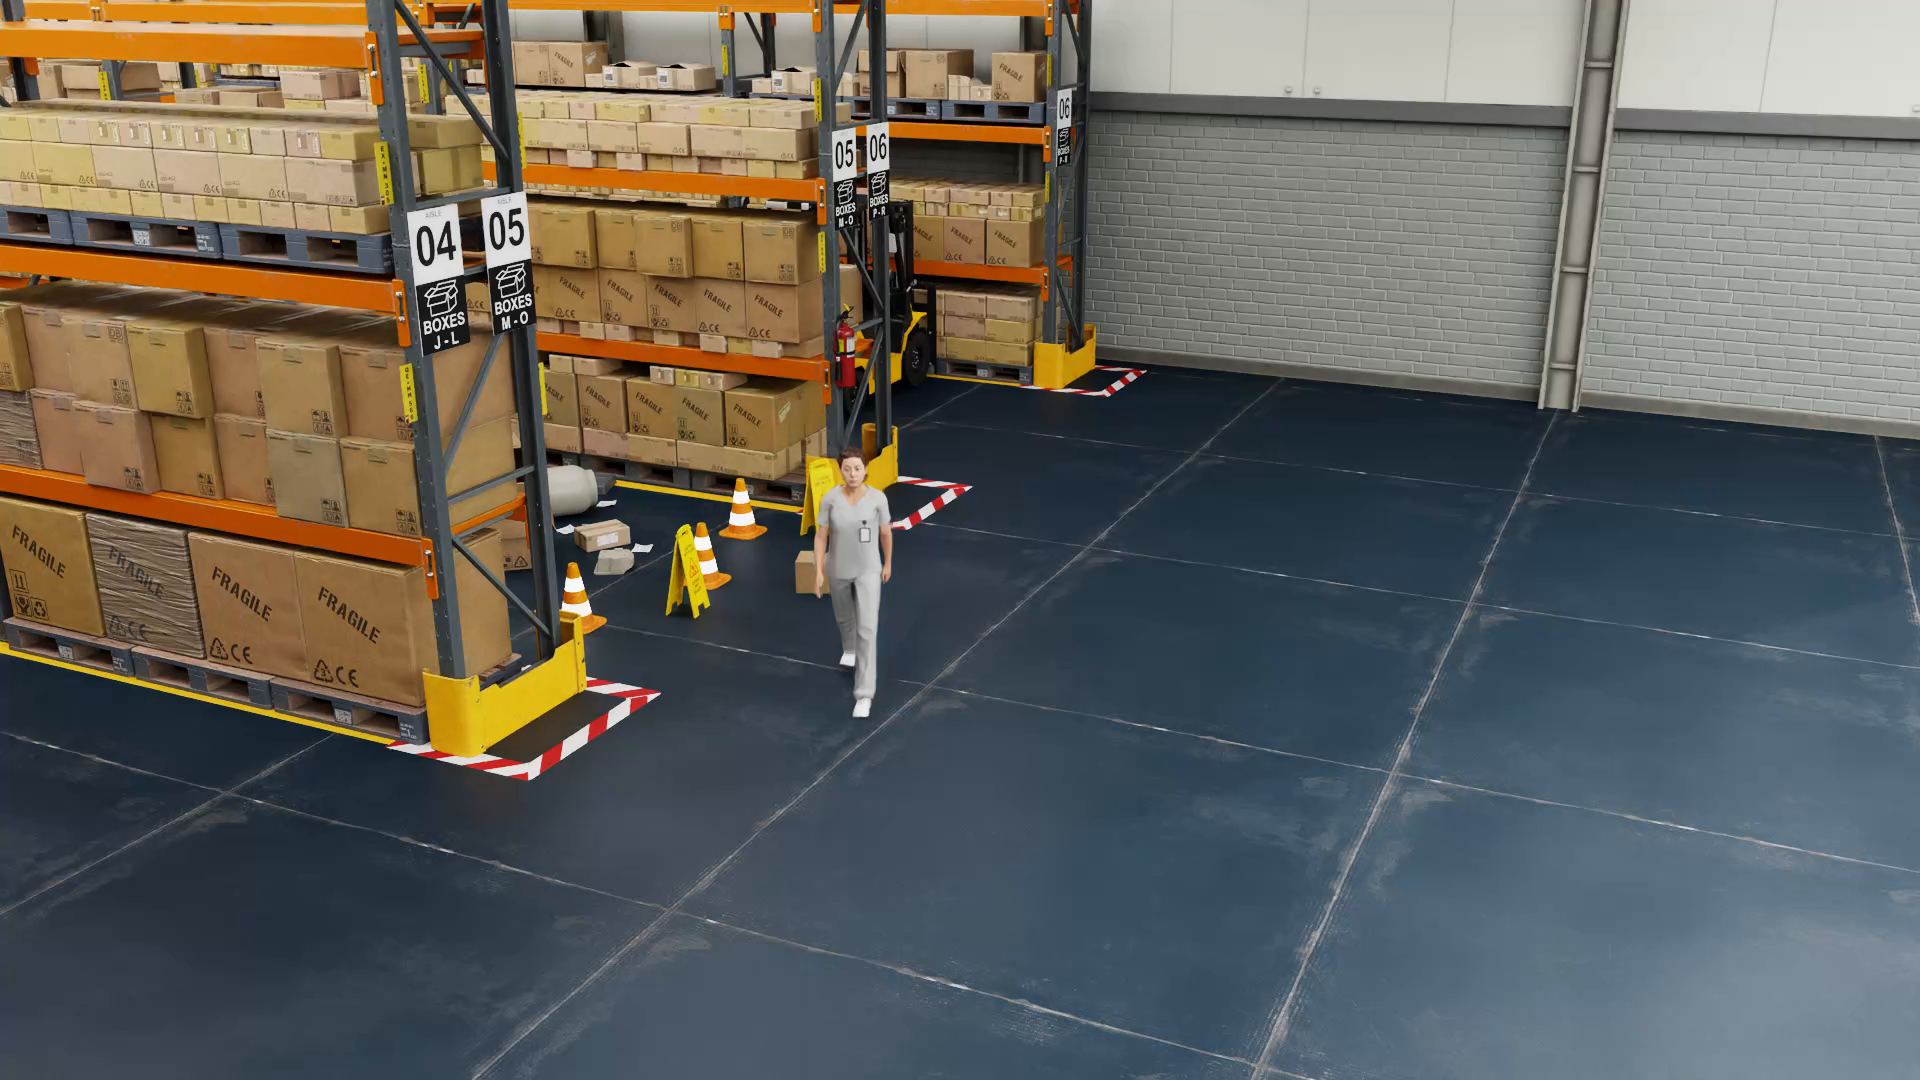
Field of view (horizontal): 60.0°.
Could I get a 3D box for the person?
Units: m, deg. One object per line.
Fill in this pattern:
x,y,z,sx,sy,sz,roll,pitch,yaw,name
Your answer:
-0.676,0.200,10.487,0.473,1.608,1.047,1,19,4,person
